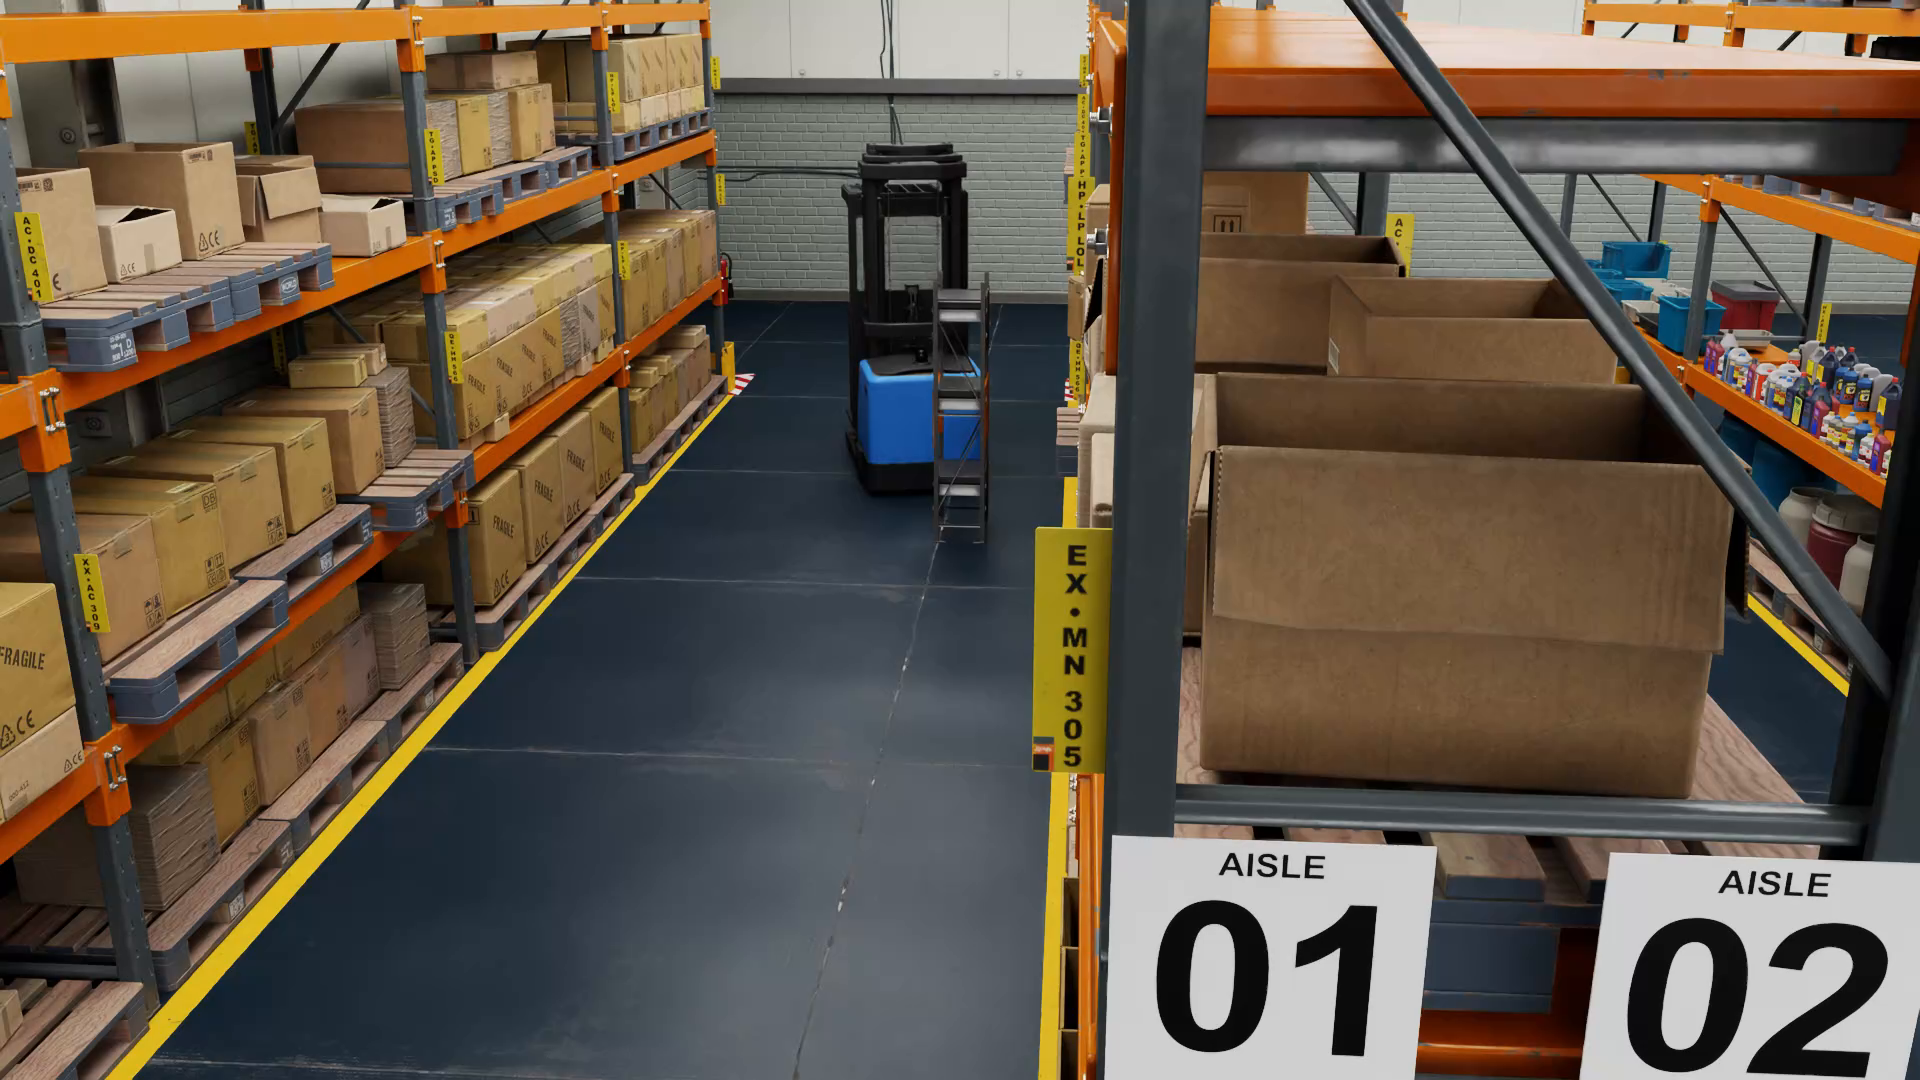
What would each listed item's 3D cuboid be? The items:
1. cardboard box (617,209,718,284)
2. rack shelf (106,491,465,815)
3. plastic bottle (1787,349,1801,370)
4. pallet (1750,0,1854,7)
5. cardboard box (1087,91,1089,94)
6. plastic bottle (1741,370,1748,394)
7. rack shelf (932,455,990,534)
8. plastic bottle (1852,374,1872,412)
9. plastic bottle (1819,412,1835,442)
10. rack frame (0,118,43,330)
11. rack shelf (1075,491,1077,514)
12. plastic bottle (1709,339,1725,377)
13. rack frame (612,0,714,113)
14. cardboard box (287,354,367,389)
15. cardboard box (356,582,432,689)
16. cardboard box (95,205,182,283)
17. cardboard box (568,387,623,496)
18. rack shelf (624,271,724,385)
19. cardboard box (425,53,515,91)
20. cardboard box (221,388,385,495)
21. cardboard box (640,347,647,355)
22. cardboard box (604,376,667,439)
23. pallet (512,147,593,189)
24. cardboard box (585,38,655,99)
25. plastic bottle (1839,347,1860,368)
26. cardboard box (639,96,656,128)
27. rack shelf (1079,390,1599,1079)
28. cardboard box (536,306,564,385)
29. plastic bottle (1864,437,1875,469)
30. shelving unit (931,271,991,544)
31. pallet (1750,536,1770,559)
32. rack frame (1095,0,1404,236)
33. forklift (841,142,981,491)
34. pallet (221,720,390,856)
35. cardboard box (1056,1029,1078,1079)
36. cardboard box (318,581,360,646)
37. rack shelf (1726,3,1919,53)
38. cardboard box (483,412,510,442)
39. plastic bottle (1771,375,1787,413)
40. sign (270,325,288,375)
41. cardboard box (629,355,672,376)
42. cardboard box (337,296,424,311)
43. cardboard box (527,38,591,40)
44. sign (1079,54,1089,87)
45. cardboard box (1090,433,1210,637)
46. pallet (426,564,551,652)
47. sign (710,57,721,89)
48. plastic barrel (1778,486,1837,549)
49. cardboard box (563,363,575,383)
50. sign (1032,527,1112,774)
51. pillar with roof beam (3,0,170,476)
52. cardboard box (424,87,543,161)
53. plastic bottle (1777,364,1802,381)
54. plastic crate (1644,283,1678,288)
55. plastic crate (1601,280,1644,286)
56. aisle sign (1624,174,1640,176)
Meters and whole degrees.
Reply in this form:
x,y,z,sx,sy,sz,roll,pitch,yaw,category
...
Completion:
x,y,z,sx,sy,sz,roll,pitch,yaw,category
-3.139,-3.097,17.576,0.980,0.700,0.700,2,18,6,cardboard box
-3.829,0.334,8.740,1.077,0.370,4.000,1,18,4,rack shelf
6.651,-1.423,13.267,0.097,0.201,0.097,0,18,0,plastic bottle
6.454,-3.963,12.012,1.003,0.211,1.213,1,18,4,pallet
1.460,-4.131,15.834,0.500,0.250,0.500,1,18,4,cardboard box
5.993,-1.211,12.619,0.097,0.201,0.097,0,18,0,plastic bottle
0.012,-0.371,13.475,0.431,0.518,0.480,1,18,4,rack shelf
6.562,-1.072,12.084,0.097,0.271,0.097,0,18,0,plastic bottle
5.891,-0.767,11.265,0.097,0.201,0.097,0,18,0,plastic bottle
-3.973,-2.237,5.799,1.000,3.000,0.127,1,18,4,rack frame
1.399,-0.798,12.198,1.077,0.370,4.000,1,18,4,rack shelf
6.021,-1.448,13.214,0.061,0.283,0.133,1,18,4,plastic bottle
-3.112,-5.964,17.173,1.000,3.000,0.127,1,18,4,rack frame
-3.689,-0.985,9.704,0.380,0.149,0.250,-2,18,-5,cardboard box
-3.685,0.575,10.159,0.700,0.500,0.500,2,18,5,cardboard box
-3.809,-1.328,7.311,0.500,0.311,0.500,2,18,6,cardboard box
-3.316,-0.844,13.960,0.750,0.750,0.750,1,18,5,cardboard box
-3.256,-2.150,16.323,1.077,0.370,4.000,1,18,4,rack shelf
-3.618,-3.467,12.298,0.500,0.250,0.500,1,18,2,cardboard box
-3.723,-0.565,9.462,0.700,0.500,0.500,0,18,-1,cardboard box
-3.342,-1.863,16.590,0.380,0.149,0.250,1,18,4,cardboard box
-3.204,-1.269,15.817,0.700,0.500,0.500,1,18,3,cardboard box
-3.416,-2.920,13.006,0.805,0.209,1.217,1,18,2,pallet
-3.038,-4.203,14.818,0.500,0.500,0.500,1,18,3,cardboard box
6.730,-1.276,12.579,0.144,0.351,0.185,1,18,4,plastic bottle
-3.036,-3.839,14.910,0.500,0.250,0.500,1,18,3,cardboard box
0.825,0.261,4.148,1.077,0.370,4.000,1,18,4,rack shelf
-3.283,-1.451,12.362,0.500,0.500,0.500,2,18,5,cardboard box
5.842,-0.555,10.619,0.097,0.201,0.097,0,18,0,plastic bottle
0.012,-1.049,13.253,0.431,2.100,0.503,1,18,4,shelving unit
6.386,-0.086,13.346,1.003,0.211,1.213,1,18,4,pallet
0.969,-2.128,5.465,1.000,3.000,0.127,1,18,4,rack frame
-0.509,-2.238,15.545,1.130,2.935,3.031,-3,18,-8,forklift
-3.833,1.317,9.064,1.003,0.211,1.213,1,18,4,pallet
0.552,1.922,5.279,0.500,0.500,0.500,1,18,4,cardboard box
-3.789,0.394,9.506,0.500,0.250,0.500,2,18,5,cardboard box
6.339,-3.348,10.985,1.077,0.370,4.000,1,18,4,rack shelf
-3.301,-0.774,11.341,0.380,0.149,0.250,2,18,6,cardboard box
5.951,-1.058,12.042,0.097,0.271,0.097,0,18,0,plastic bottle
-4.240,-1.190,10.378,0.100,0.325,0.005,1,18,4,sign
-2.999,-1.685,16.047,0.380,0.149,0.250,1,18,2,cardboard box
-3.871,-1.491,11.280,0.500,0.250,0.500,1,18,2,cardboard box
-3.545,-4.211,14.841,0.500,0.500,0.500,1,18,2,cardboard box
1.288,-4.857,17.206,0.100,0.325,0.005,1,18,4,sign
0.501,-0.018,3.186,0.500,0.250,0.500,1,18,4,cardboard box
-3.554,0.453,11.700,1.003,0.211,1.213,1,18,4,pallet
-2.572,-4.905,17.464,0.100,0.325,0.005,1,18,4,sign
6.246,-0.105,12.248,0.421,0.512,0.421,0,18,0,plastic barrel
-3.243,-1.334,13.047,0.380,0.149,0.250,1,18,4,cardboard box
0.142,0.141,2.065,0.100,0.325,0.005,1,18,4,sign
-0.348,-2.999,8.123,9.100,9.000,0.400,1,18,4,pillar with roof beam
-3.547,-3.108,12.406,0.700,0.500,0.500,1,18,3,cardboard box
6.155,-1.165,12.359,0.152,0.276,0.135,1,18,4,plastic bottle
6.856,-2.448,16.405,0.396,0.136,0.243,1,18,4,plastic crate
6.329,-2.363,15.989,0.416,0.233,0.300,1,18,4,plastic crate
7.067,-4.143,17.075,0.394,0.787,0.004,1,18,4,aisle sign
